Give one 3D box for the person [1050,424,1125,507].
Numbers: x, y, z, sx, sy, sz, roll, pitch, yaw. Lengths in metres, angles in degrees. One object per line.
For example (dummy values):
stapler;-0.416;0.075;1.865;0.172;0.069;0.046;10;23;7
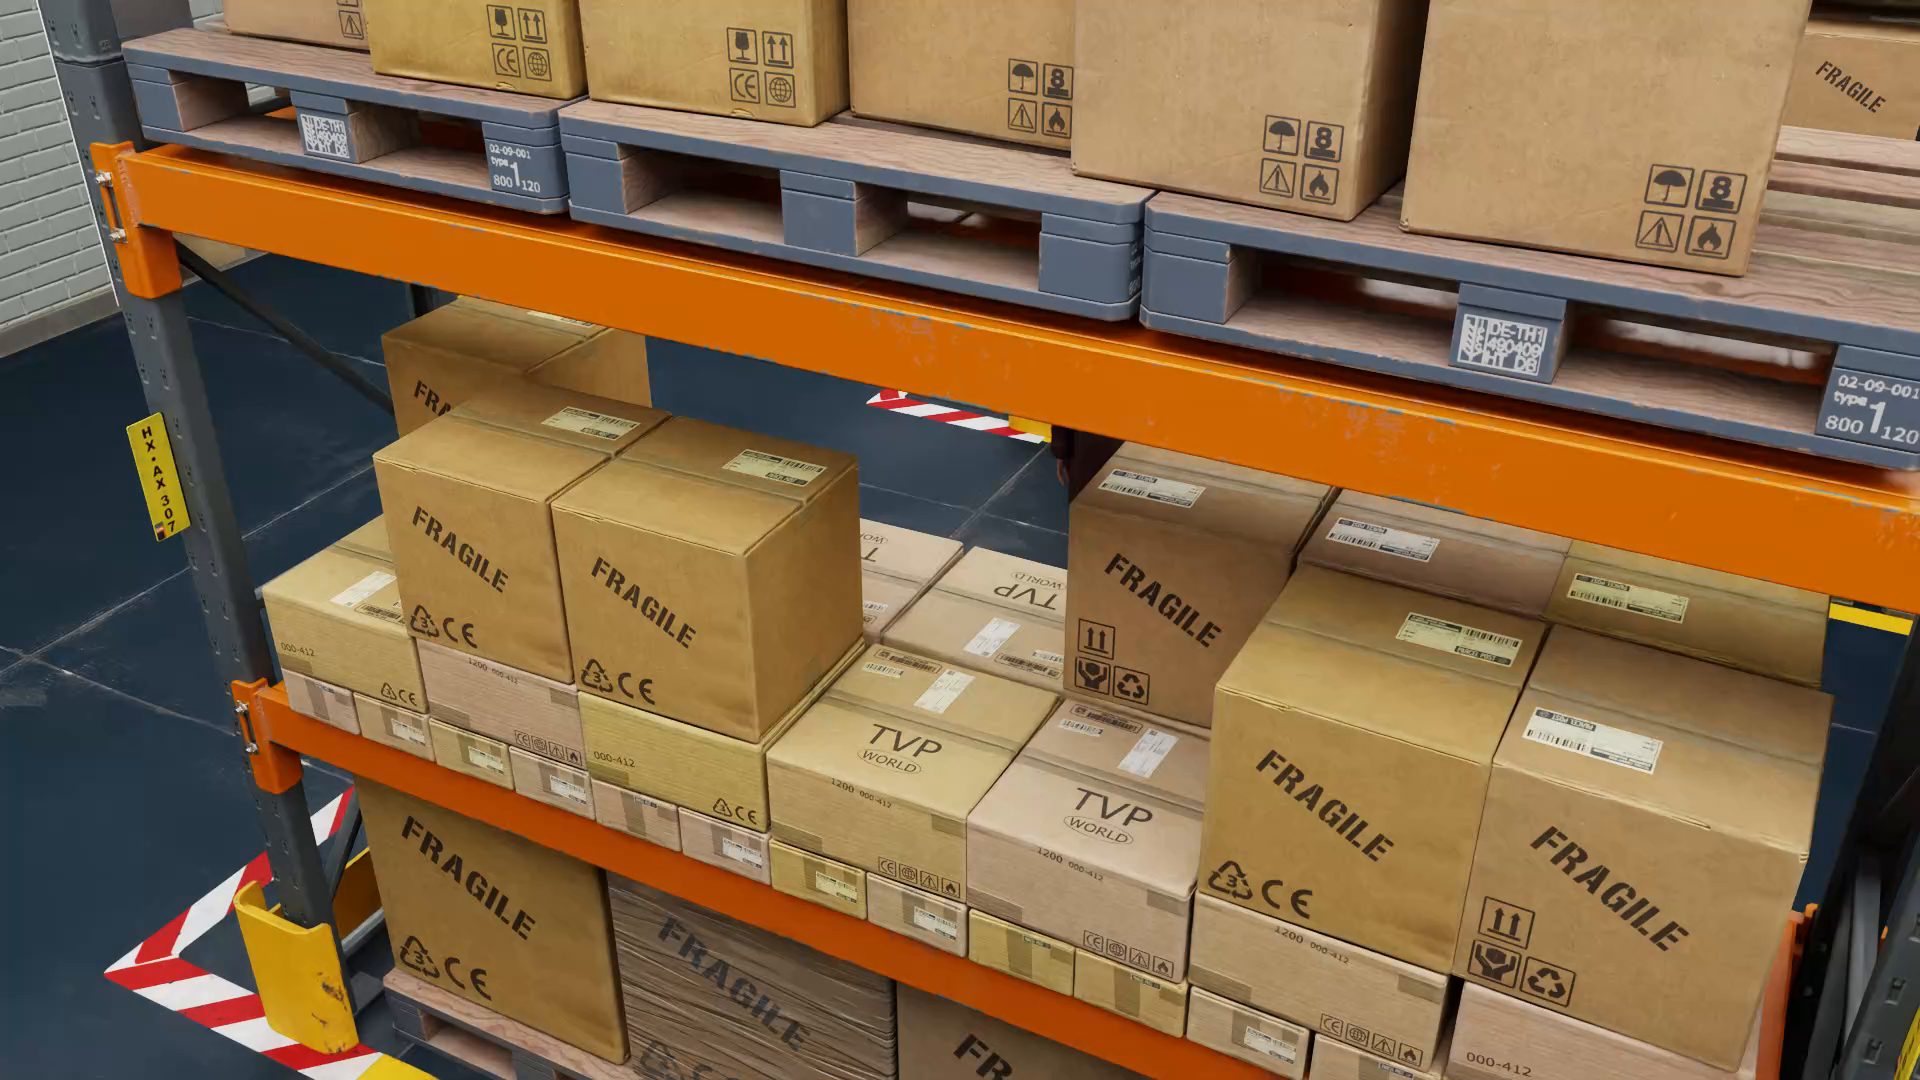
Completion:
person;0.668;-0.301;6.675;0.647;1.772;0.429;12;32;20
